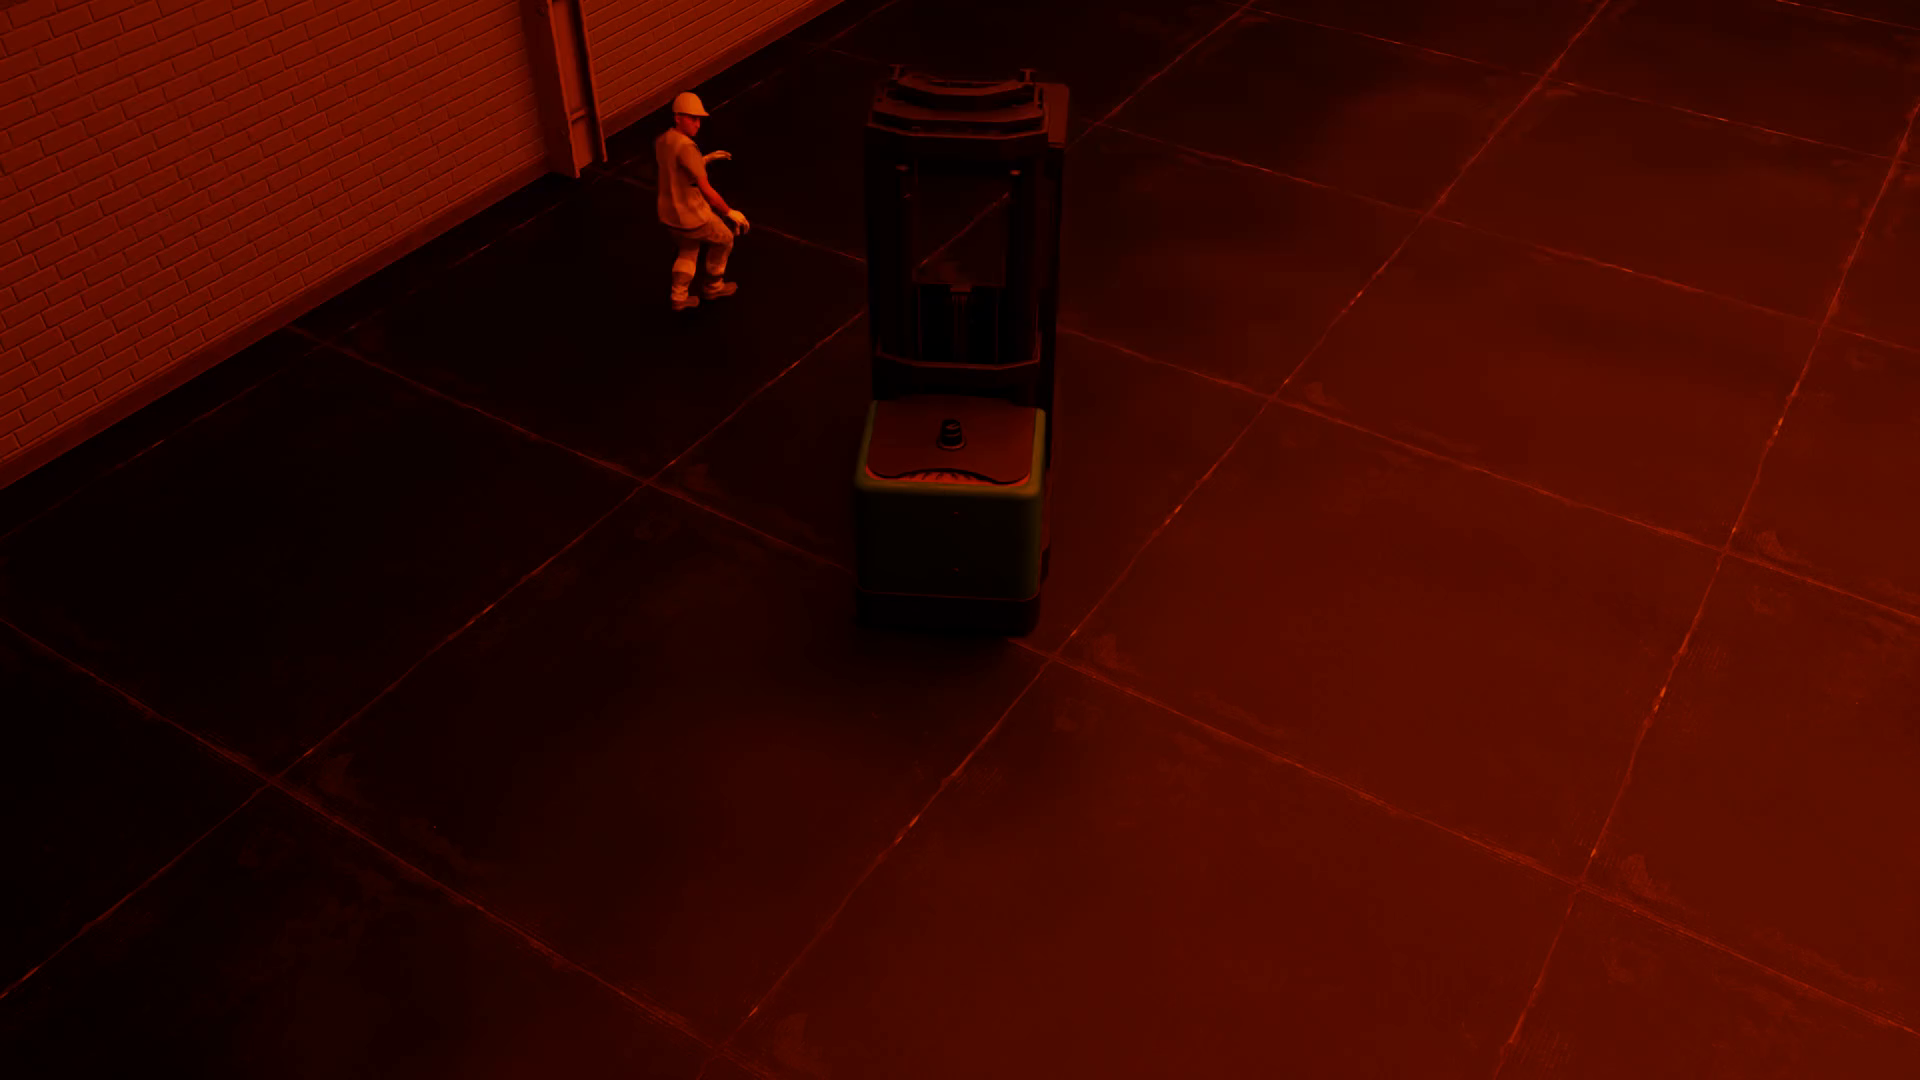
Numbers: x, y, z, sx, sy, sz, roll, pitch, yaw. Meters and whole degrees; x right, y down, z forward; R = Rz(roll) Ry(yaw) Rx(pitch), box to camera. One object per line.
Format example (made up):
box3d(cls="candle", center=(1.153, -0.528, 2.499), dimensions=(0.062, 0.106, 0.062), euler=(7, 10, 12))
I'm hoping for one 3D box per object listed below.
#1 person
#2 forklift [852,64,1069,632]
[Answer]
box3d(cls="person", center=(-1.764, -2.360, 11.750), dimensions=(0.895, 1.644, 0.852), euler=(28, 48, 29))
box3d(cls="forklift", center=(0.040, -1.535, 9.779), dimensions=(1.130, 2.935, 3.031), euler=(3, 40, 4))
